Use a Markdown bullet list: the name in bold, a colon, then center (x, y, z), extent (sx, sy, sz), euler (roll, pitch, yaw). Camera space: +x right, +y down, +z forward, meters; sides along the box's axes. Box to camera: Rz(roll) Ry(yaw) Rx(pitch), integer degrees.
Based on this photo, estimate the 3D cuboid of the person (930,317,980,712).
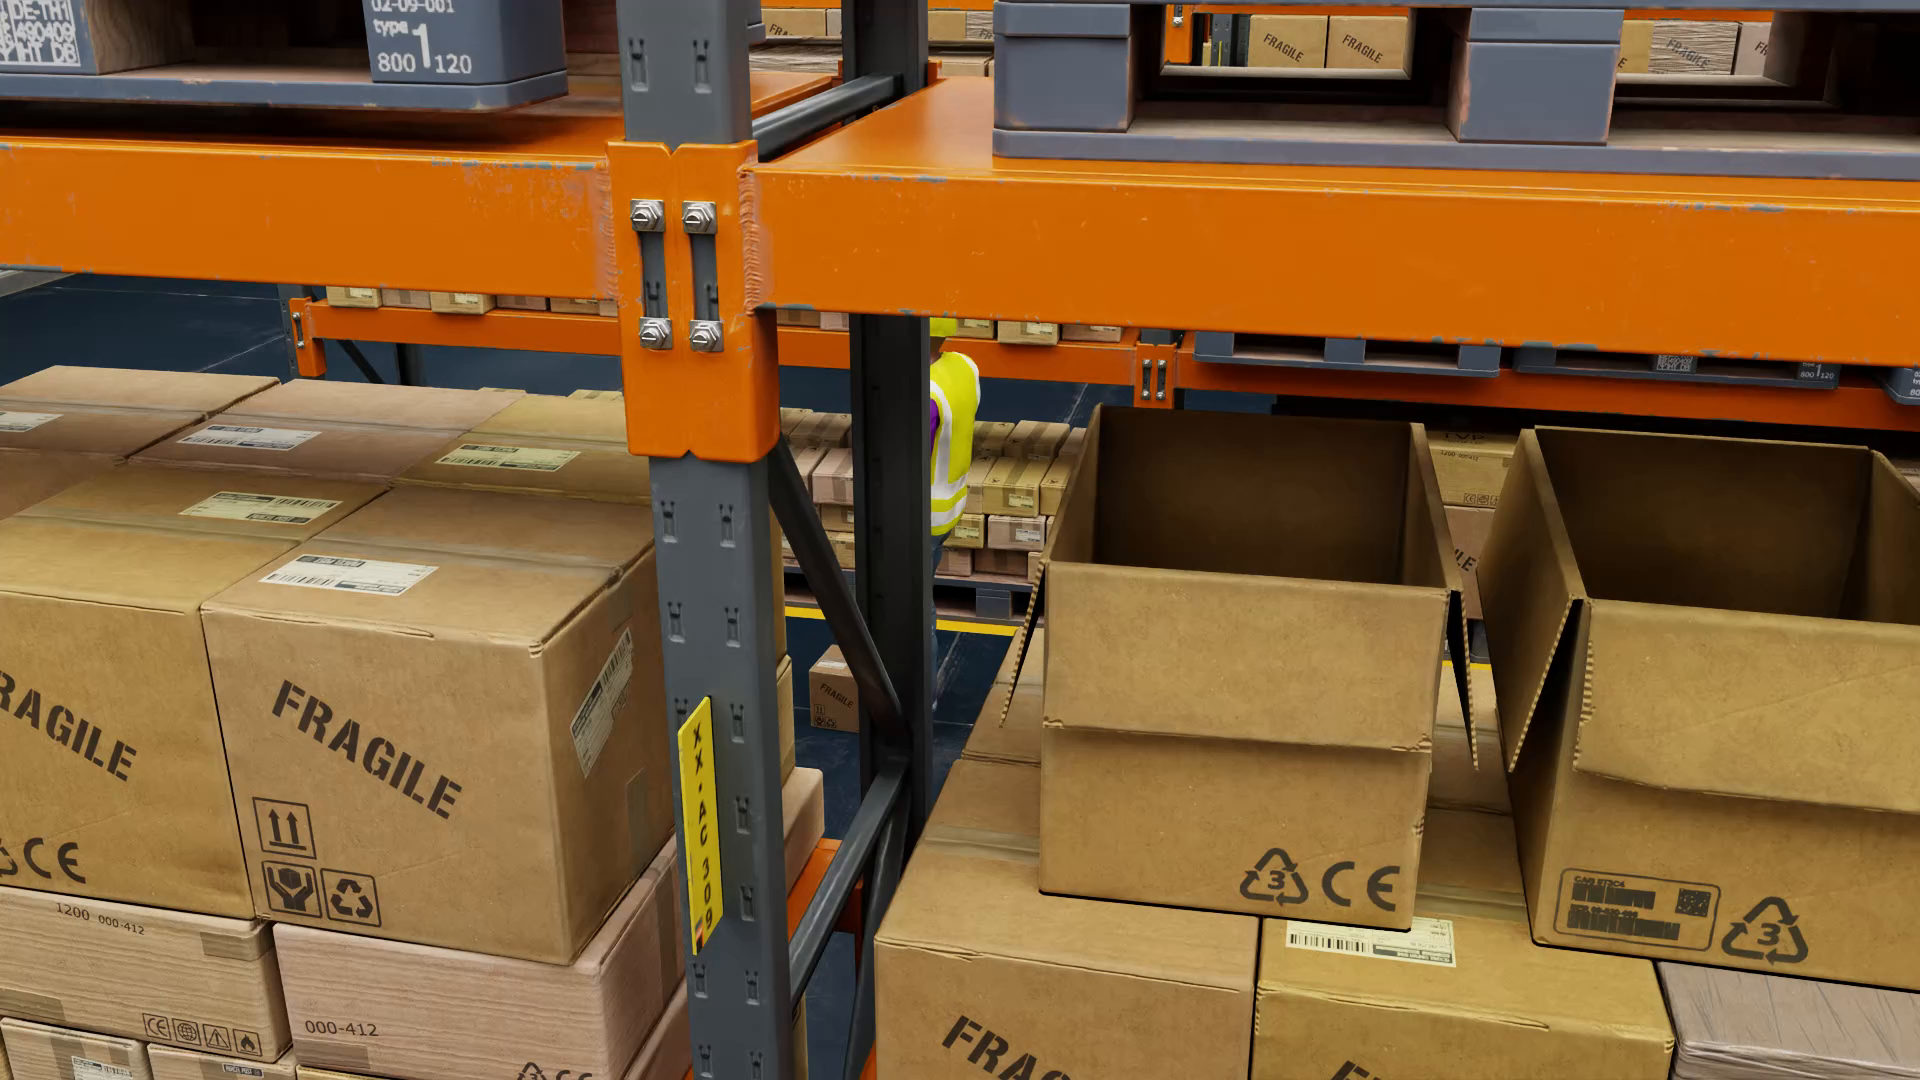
- **person**: center (-0.237, -0.106, 6.298), extent (0.574, 1.769, 0.665), euler (7, 22, 17)
